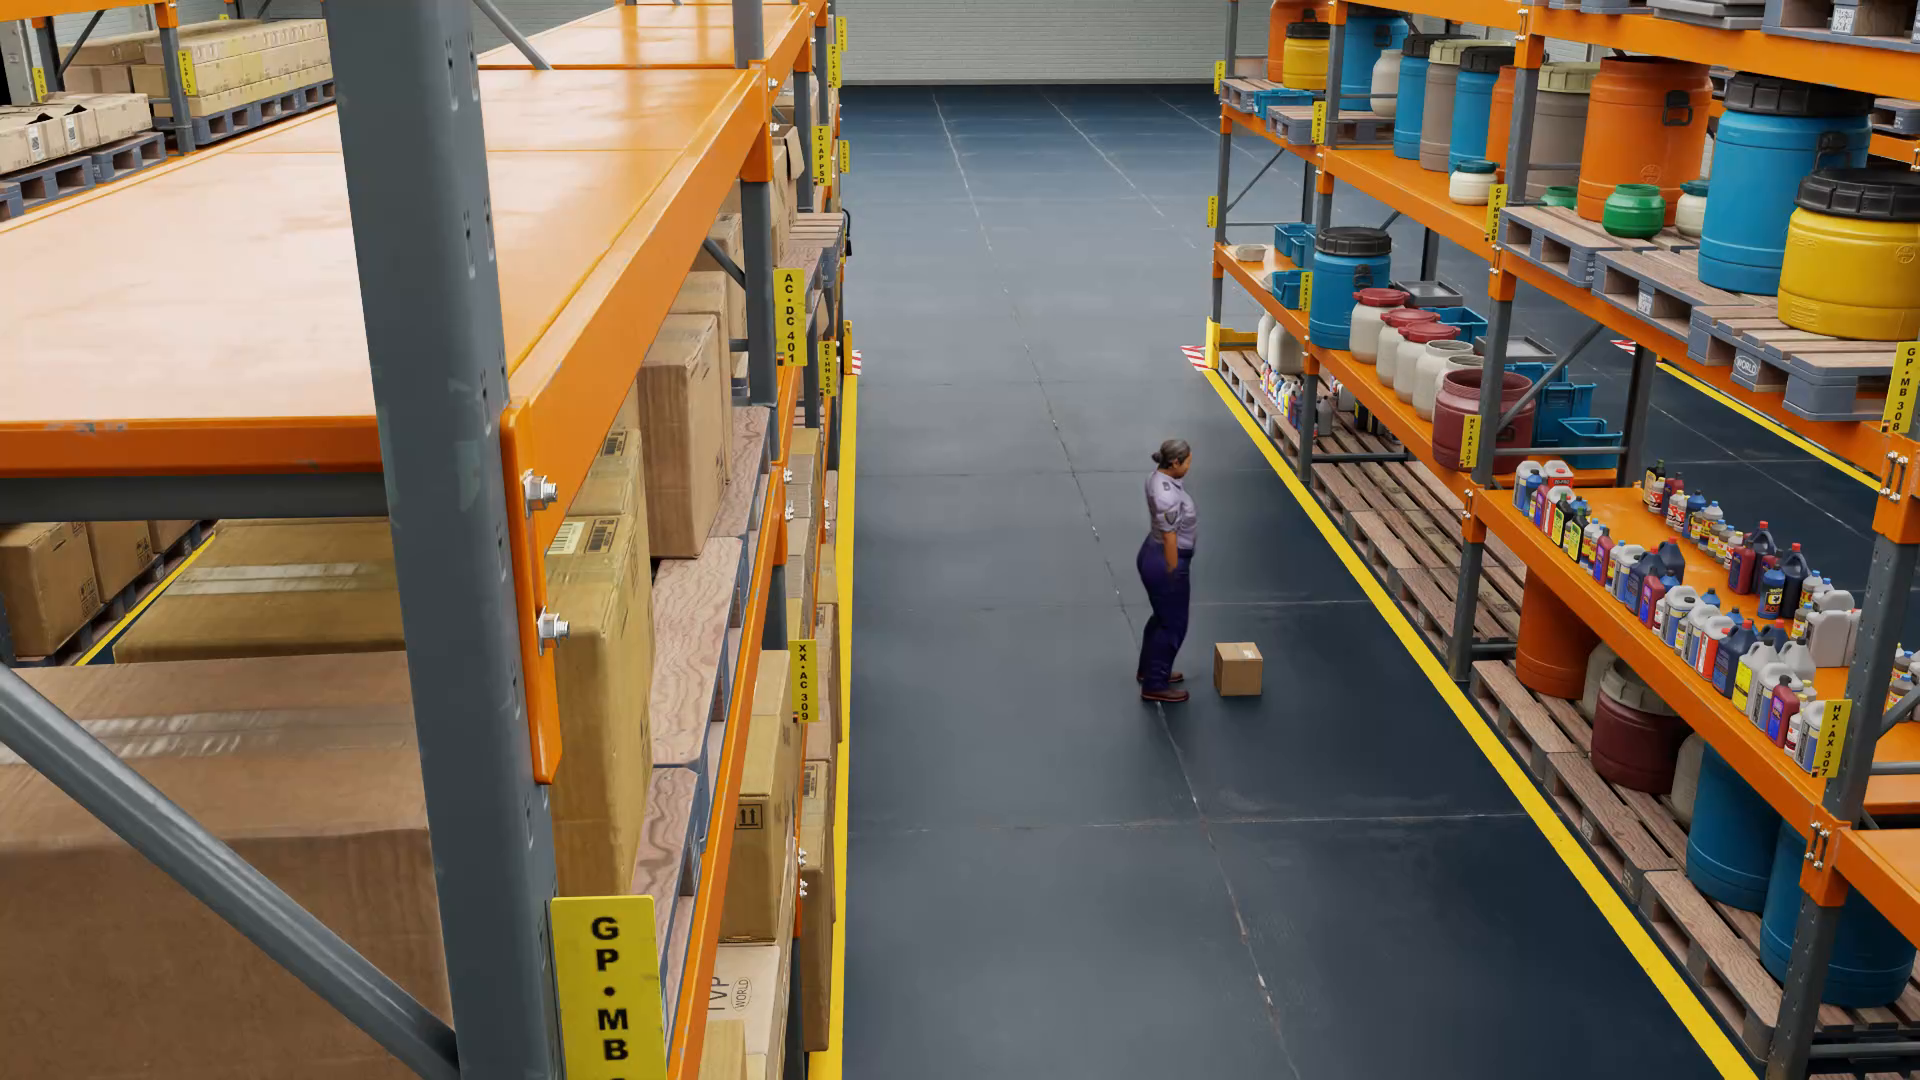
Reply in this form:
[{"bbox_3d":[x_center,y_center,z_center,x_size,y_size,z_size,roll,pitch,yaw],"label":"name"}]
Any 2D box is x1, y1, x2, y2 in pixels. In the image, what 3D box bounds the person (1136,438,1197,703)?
[{"bbox_3d":[1.255,0.173,10.183,0.338,1.624,0.476,-1,21,-2],"label":"person"}]
